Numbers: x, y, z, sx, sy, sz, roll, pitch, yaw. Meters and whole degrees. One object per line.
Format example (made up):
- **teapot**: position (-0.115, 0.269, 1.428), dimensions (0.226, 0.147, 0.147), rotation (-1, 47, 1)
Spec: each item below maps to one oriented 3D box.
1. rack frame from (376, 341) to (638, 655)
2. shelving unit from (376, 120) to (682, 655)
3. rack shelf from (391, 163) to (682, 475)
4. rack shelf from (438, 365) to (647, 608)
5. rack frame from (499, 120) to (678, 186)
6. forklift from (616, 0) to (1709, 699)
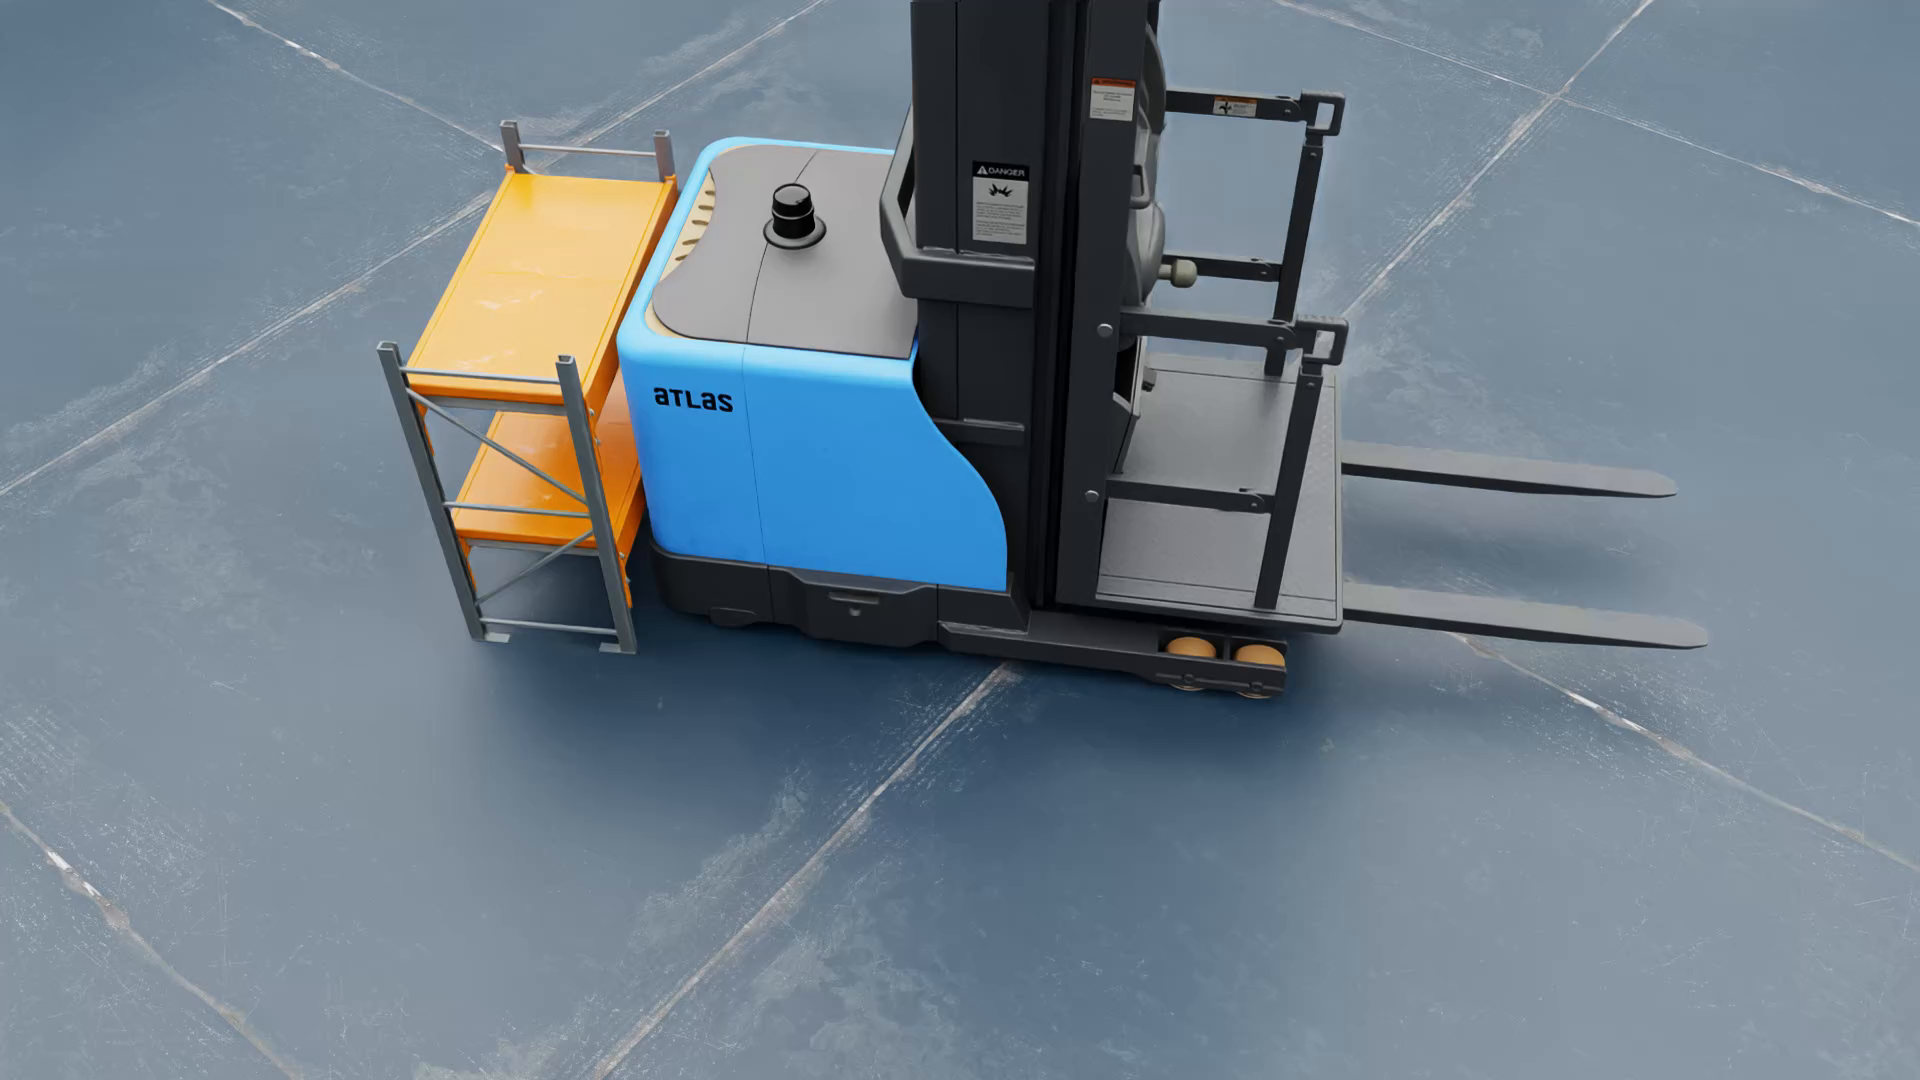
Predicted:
- **rack frame**: position (-1.208, -0.080, 4.548), dimensions (0.500, 1.125, 0.032), rotation (5, 46, 4)
- **shelving unit**: position (-1.150, -0.445, 4.897), dimensions (0.538, 1.125, 1.048), rotation (5, 46, 4)
- **rack shelf**: position (-1.150, -0.647, 4.685), dimensions (0.538, 0.278, 1.000), rotation (5, 46, 4)
- **rack shelf**: position (-1.150, -0.276, 5.074), dimensions (0.538, 0.278, 1.000), rotation (5, 46, 4)
- **rack frame**: position (-1.093, -0.810, 5.246), dimensions (0.500, 1.125, 0.032), rotation (5, 46, 4)
- **forklift**: position (0.654, -0.968, 4.148), dimensions (3.031, 2.935, 1.130), rotation (6, 47, 6)
